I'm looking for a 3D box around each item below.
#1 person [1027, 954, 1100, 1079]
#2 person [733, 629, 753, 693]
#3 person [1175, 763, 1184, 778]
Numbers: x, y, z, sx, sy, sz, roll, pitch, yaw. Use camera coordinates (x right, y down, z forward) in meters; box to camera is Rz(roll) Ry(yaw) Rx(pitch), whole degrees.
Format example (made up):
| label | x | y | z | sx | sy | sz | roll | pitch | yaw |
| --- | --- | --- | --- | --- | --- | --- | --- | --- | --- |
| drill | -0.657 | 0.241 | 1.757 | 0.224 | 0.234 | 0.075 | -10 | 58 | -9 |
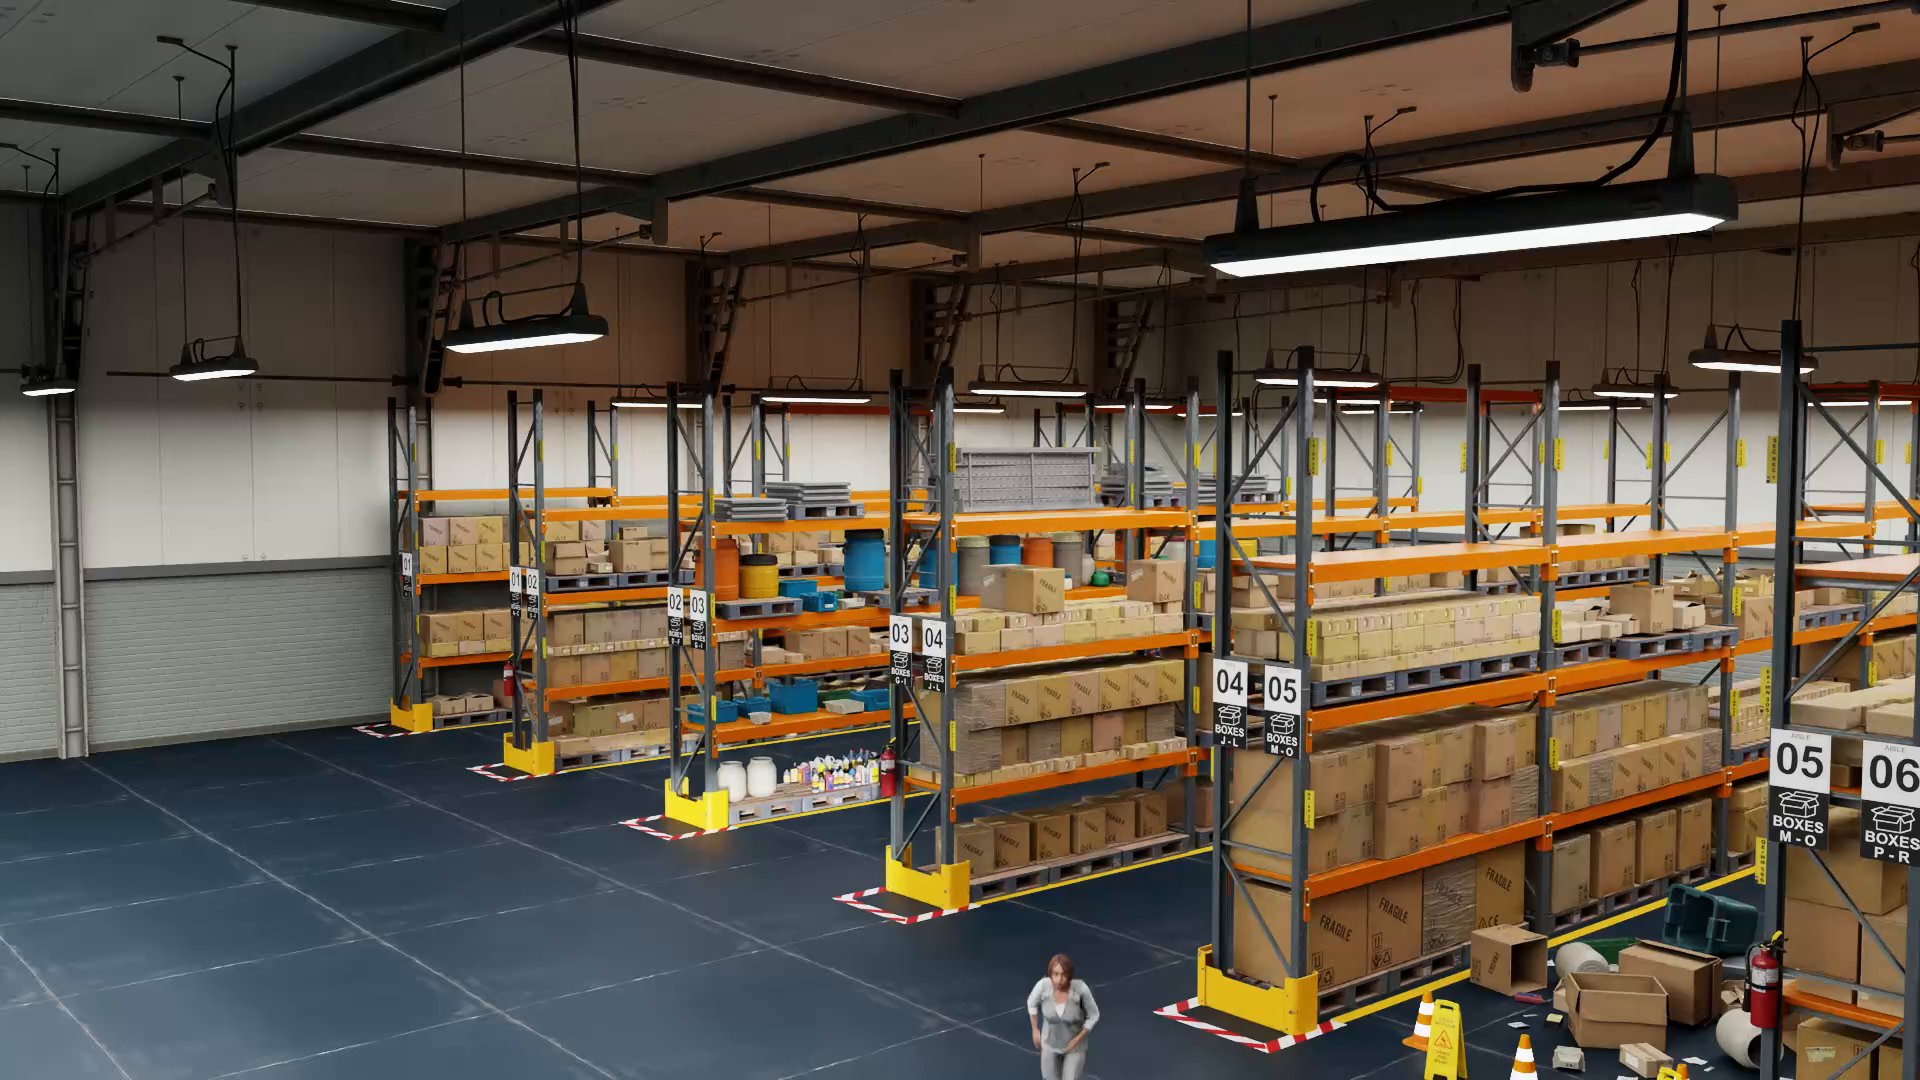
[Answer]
| label | x | y | z | sx | sy | sz | roll | pitch | yaw |
| --- | --- | --- | --- | --- | --- | --- | --- | --- | --- |
| person | 0.754 | 3.727 | 12.145 | 0.532 | 1.506 | 0.717 | 0 | 3 | 6 |
| person | -4.047 | 2.455 | 31.632 | 0.660 | 1.730 | 0.637 | 3 | 5 | 42 |
| person | 3.305 | 2.880 | 24.808 | 0.636 | 1.700 | 0.653 | -3 | 4 | -38 |
